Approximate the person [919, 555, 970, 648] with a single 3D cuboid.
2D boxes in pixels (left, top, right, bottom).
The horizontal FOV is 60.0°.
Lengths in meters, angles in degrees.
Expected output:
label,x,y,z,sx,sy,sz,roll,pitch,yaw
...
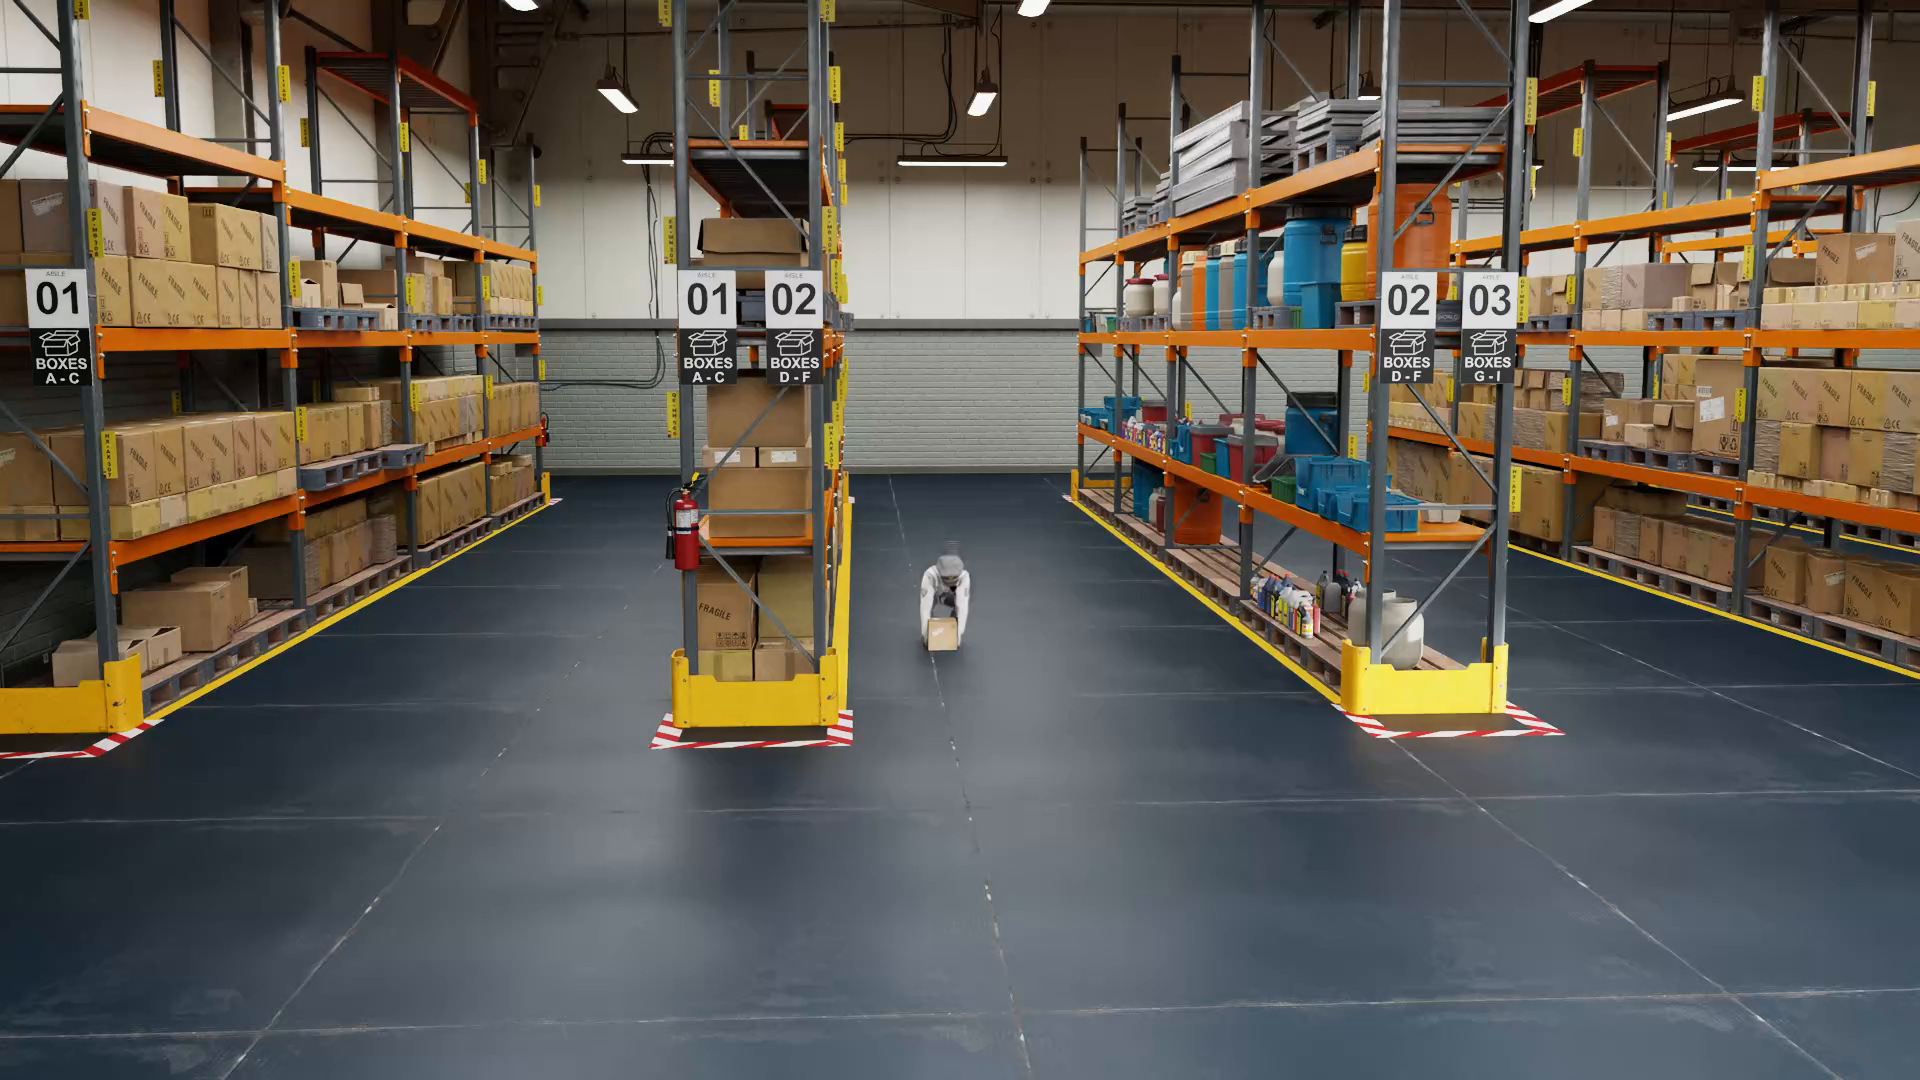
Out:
label,x,y,z,sx,sy,sz,roll,pitch,yaw
person,-0.148,0.520,15.036,0.461,0.847,0.864,0,7,-4
